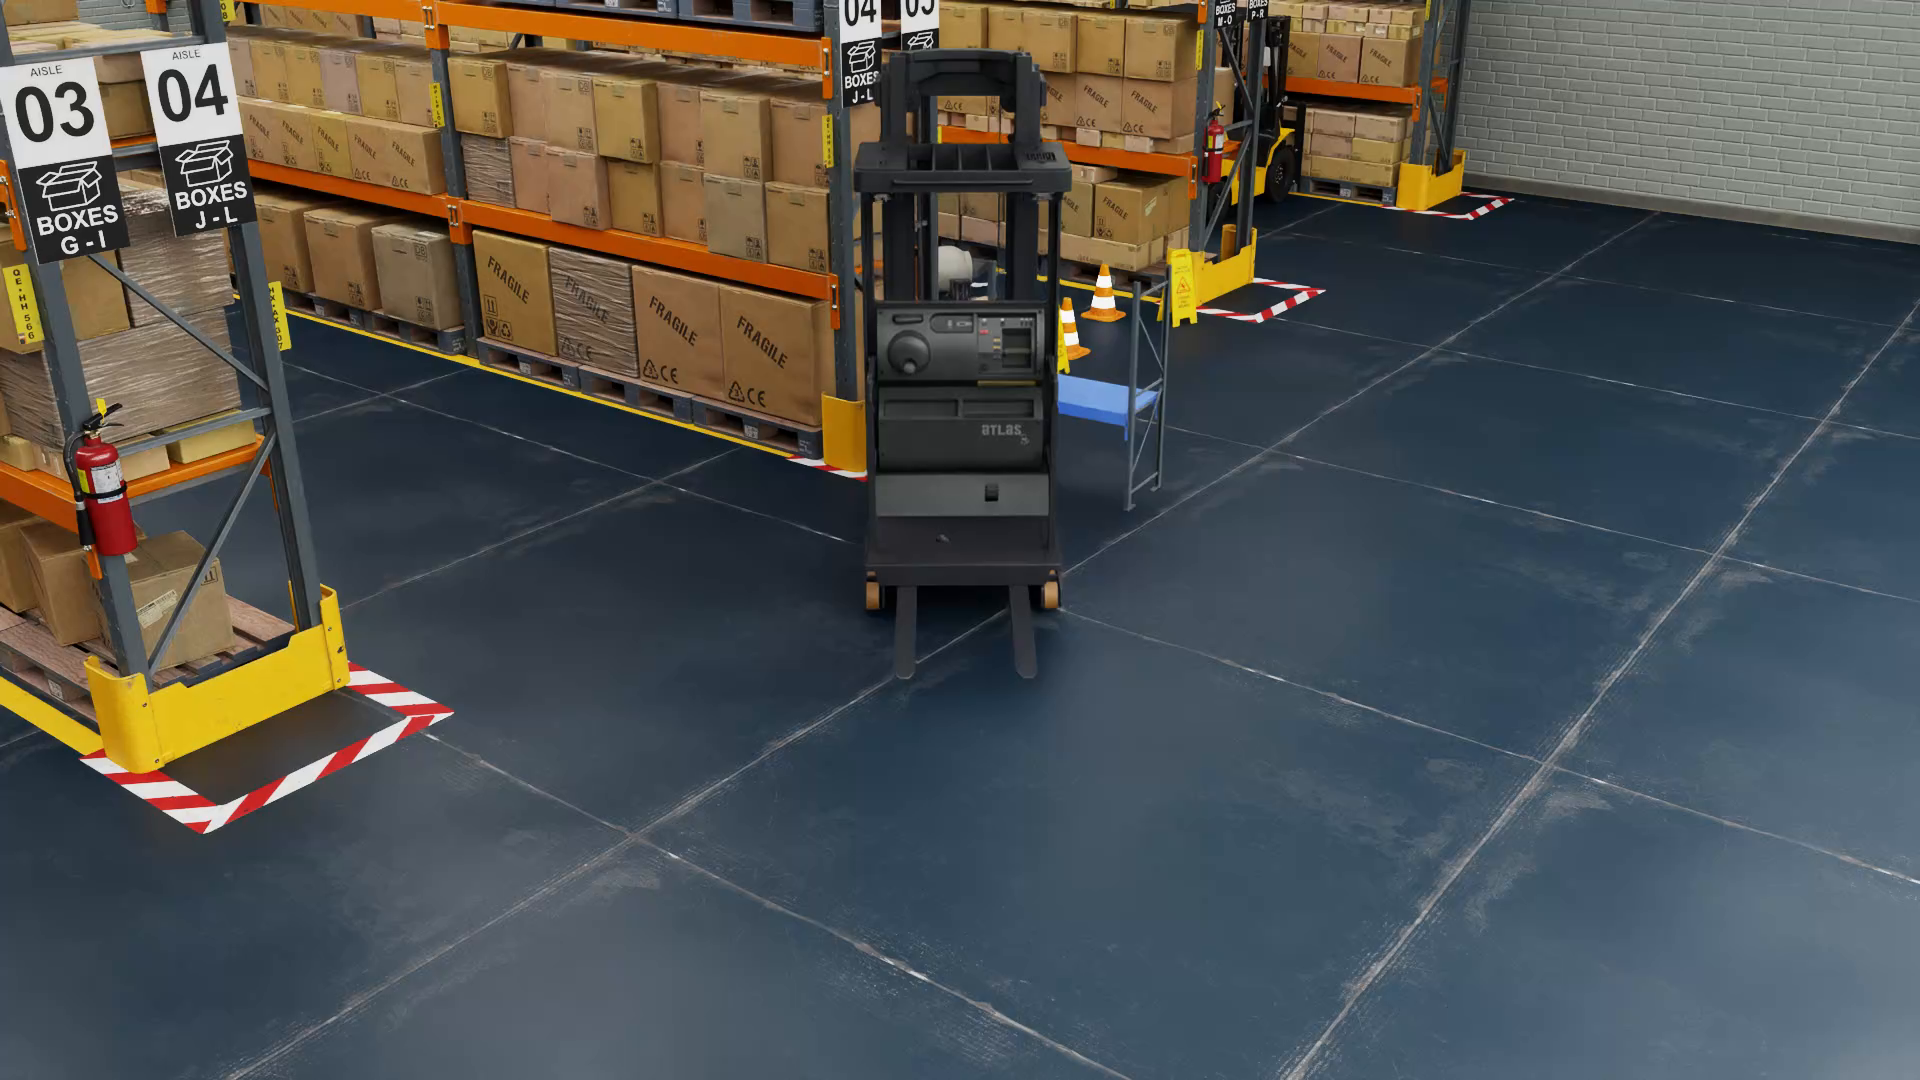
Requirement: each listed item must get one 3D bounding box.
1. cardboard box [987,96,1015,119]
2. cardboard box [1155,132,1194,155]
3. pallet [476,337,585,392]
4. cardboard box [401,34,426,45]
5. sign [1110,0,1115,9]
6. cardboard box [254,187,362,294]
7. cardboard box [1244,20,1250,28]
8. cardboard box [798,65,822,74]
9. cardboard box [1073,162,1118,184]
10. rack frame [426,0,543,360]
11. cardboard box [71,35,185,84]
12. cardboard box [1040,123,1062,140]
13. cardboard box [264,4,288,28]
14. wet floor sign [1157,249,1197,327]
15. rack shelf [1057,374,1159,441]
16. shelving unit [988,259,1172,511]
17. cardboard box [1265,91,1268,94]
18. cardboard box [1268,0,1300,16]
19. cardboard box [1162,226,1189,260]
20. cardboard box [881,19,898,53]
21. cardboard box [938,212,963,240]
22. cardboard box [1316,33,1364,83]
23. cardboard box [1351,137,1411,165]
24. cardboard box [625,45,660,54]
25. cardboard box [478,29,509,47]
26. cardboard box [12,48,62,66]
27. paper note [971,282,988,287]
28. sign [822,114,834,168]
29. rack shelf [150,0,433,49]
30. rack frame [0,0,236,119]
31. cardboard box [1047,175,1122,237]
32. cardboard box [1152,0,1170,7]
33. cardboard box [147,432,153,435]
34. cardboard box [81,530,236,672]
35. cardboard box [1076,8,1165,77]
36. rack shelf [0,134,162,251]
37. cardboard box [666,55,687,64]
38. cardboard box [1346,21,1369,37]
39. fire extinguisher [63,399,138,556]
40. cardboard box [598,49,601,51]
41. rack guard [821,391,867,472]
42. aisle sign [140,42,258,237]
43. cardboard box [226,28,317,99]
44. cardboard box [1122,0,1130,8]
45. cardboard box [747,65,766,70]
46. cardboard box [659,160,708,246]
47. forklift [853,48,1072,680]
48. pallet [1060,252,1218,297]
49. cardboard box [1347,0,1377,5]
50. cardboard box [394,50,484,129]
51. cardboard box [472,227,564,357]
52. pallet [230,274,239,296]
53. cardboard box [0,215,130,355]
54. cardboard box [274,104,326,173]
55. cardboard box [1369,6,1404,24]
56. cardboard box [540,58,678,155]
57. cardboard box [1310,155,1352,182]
[{"bbox_3d":[0.602,-4.276,15.741,0.500,0.500,0.500,17,29,34],"label":"cardboard box"},{"bbox_3d":[1.964,-3.584,14.977,0.250,0.149,0.380,18,29,35],"label":"cardboard box"},{"bbox_3d":[-3.135,-1.539,13.480,1.213,0.211,1.003,17,29,33],"label":"pallet"},{"bbox_3d":[-6.602,-6.195,20.776,0.500,0.250,0.500,16,28,32],"label":"cardboard box"},{"bbox_3d":[1.847,-6.564,20.089,0.005,0.325,0.100,17,29,33],"label":"sign"},{"bbox_3d":[-5.763,-2.767,15.079,0.750,0.750,1.050,17,29,34],"label":"cardboard box"},{"bbox_3d":[3.488,-6.048,19.328,0.250,0.149,0.380,16,28,32],"label":"cardboard box"},{"bbox_3d":[-1.316,-5.057,16.993,0.500,0.500,0.500,16,29,32],"label":"cardboard box"},{"bbox_3d":[1.260,-3.429,15.466,0.250,0.149,0.380,18,29,35],"label":"cardboard box"},{"bbox_3d":[-3.697,-3.024,13.393,0.127,3.000,1.000,17,29,33],"label":"rack frame"},{"bbox_3d":[-3.633,-2.108,7.286,0.250,0.149,0.380,17,29,33],"label":"cardboard box"},{"bbox_3d":[0.899,-3.871,15.627,0.250,0.149,0.380,16,29,33],"label":"cardboard box"},{"bbox_3d":[-8.971,-7.026,22.353,0.500,0.500,0.500,18,29,35],"label":"cardboard box"},{"bbox_3d":[1.902,-2.209,14.464,0.267,0.644,0.232,-15,28,-30],"label":"wet floor sign"},{"bbox_3d":[0.759,-0.902,10.884,1.000,0.185,0.538,14,27,28],"label":"rack shelf"},{"bbox_3d":[0.759,-1.067,10.812,1.048,1.500,0.538,14,27,28],"label":"shelving unit"},{"bbox_3d":[3.486,-5.338,20.295,0.500,0.250,0.500,17,29,34],"label":"cardboard box"},{"bbox_3d":[3.722,-6.147,19.183,0.250,0.149,0.380,17,29,34],"label":"cardboard box"},{"bbox_3d":[1.912,-2.896,15.992,0.500,0.250,0.500,17,29,33],"label":"cardboard box"},{"bbox_3d":[-0.587,-5.108,16.391,0.500,0.500,0.700,16,29,33],"label":"cardboard box"},{"bbox_3d":[-0.065,-3.224,16.736,0.500,0.250,0.500,19,30,36],"label":"cardboard box"},{"bbox_3d":[4.405,-5.489,18.863,0.500,0.500,0.500,18,29,35],"label":"cardboard box"},{"bbox_3d":[4.789,-4.460,18.921,0.500,0.250,0.500,16,29,33],"label":"cardboard box"},{"bbox_3d":[-3.367,-5.679,18.406,0.500,0.500,0.500,19,30,36],"label":"cardboard box"},{"bbox_3d":[-5.384,-6.048,19.822,0.500,0.250,0.500,16,28,32],"label":"cardboard box"},{"bbox_3d":[-3.961,-1.934,6.890,0.250,0.149,0.380,17,29,33],"label":"cardboard box"},{"bbox_3d":[0.183,-2.415,15.694,0.148,0.019,0.142,7,25,15],"label":"paper note"},{"bbox_3d":[-0.833,-2.523,10.526,0.005,0.325,0.100,17,29,33],"label":"sign"},{"bbox_3d":[-5.297,-4.551,14.030,4.000,0.370,1.077,17,29,33],"label":"rack shelf"},{"bbox_3d":[-3.552,-3.226,6.411,0.127,3.000,1.000,17,29,33],"label":"rack frame"},{"bbox_3d":[1.175,-3.190,15.729,0.500,0.500,0.500,18,30,35],"label":"cardboard box"},{"bbox_3d":[2.516,-6.525,20.042,0.250,0.149,0.380,17,29,34],"label":"cardboard box"},{"bbox_3d":[-3.825,-0.578,8.154,0.250,0.149,0.380,17,29,33],"label":"cardboard box"},{"bbox_3d":[-4.041,0.315,8.395,0.500,0.500,0.500,-20,31,-38],"label":"cardboard box"},{"bbox_3d":[1.452,-4.495,14.999,0.500,0.500,0.700,17,29,34],"label":"cardboard box"},{"bbox_3d":[-5.152,-2.008,8.259,4.000,0.370,1.077,17,29,33],"label":"rack shelf"},{"bbox_3d":[-3.016,-5.285,18.315,0.250,0.149,0.380,19,30,36],"label":"cardboard box"},{"bbox_3d":[4.527,-5.751,18.654,0.250,0.149,0.380,17,29,34],"label":"cardboard box"},{"bbox_3d":[-3.736,-0.269,7.236,0.183,0.674,0.296,17,29,33],"label":"fire extinguisher"},{"bbox_3d":[-4.250,-5.743,19.751,0.500,0.250,0.500,16,29,32],"label":"cardboard box"},{"bbox_3d":[-0.477,-0.907,11.688,0.348,0.500,1.175,17,29,33],"label":"rack guard"},{"bbox_3d":[-3.322,-1.752,7.282,0.004,0.787,0.394,17,29,33],"label":"aisle sign"},{"bbox_3d":[-6.139,-4.261,14.836,0.500,0.500,0.700,16,29,33],"label":"cardboard box"},{"bbox_3d":[2.013,-6.744,20.908,0.250,0.149,0.380,16,28,32],"label":"cardboard box"},{"bbox_3d":[-2.020,-4.939,17.529,0.250,0.149,0.380,17,29,34],"label":"cardboard box"},{"bbox_3d":[-1.646,-2.502,12.023,0.550,0.550,0.875,17,29,33],"label":"cardboard box"},{"bbox_3d":[0.009,-1.070,9.044,1.130,2.935,3.031,0,24,-1],"label":"forklift"},{"bbox_3d":[1.702,-2.628,15.953,1.213,0.211,1.003,17,29,33],"label":"pallet"},{"bbox_3d":[4.627,-6.107,19.094,0.250,0.149,0.380,17,29,34],"label":"cardboard box"},{"bbox_3d":[-4.098,-3.645,13.439,0.500,0.500,0.700,16,29,32],"label":"cardboard box"},{"bbox_3d":[-3.235,-2.069,13.340,0.875,0.875,0.875,17,29,34],"label":"cardboard box"},{"bbox_3d":[-6.312,-2.500,15.662,1.213,0.211,1.003,17,29,33],"label":"pallet"},{"bbox_3d":[-4.140,-1.173,7.460,0.500,0.500,0.500,17,29,33],"label":"cardboard box"},{"bbox_3d":[-5.491,-3.476,14.295,0.500,0.500,0.500,16,29,33],"label":"cardboard box"},{"bbox_3d":[4.737,-5.827,18.458,0.250,0.149,0.380,17,29,33],"label":"cardboard box"},{"bbox_3d":[-2.563,-3.216,12.303,0.550,0.550,0.875,17,29,33],"label":"cardboard box"},{"bbox_3d":[4.408,-4.349,19.290,0.500,0.250,0.500,17,29,33],"label":"cardboard box"}]
